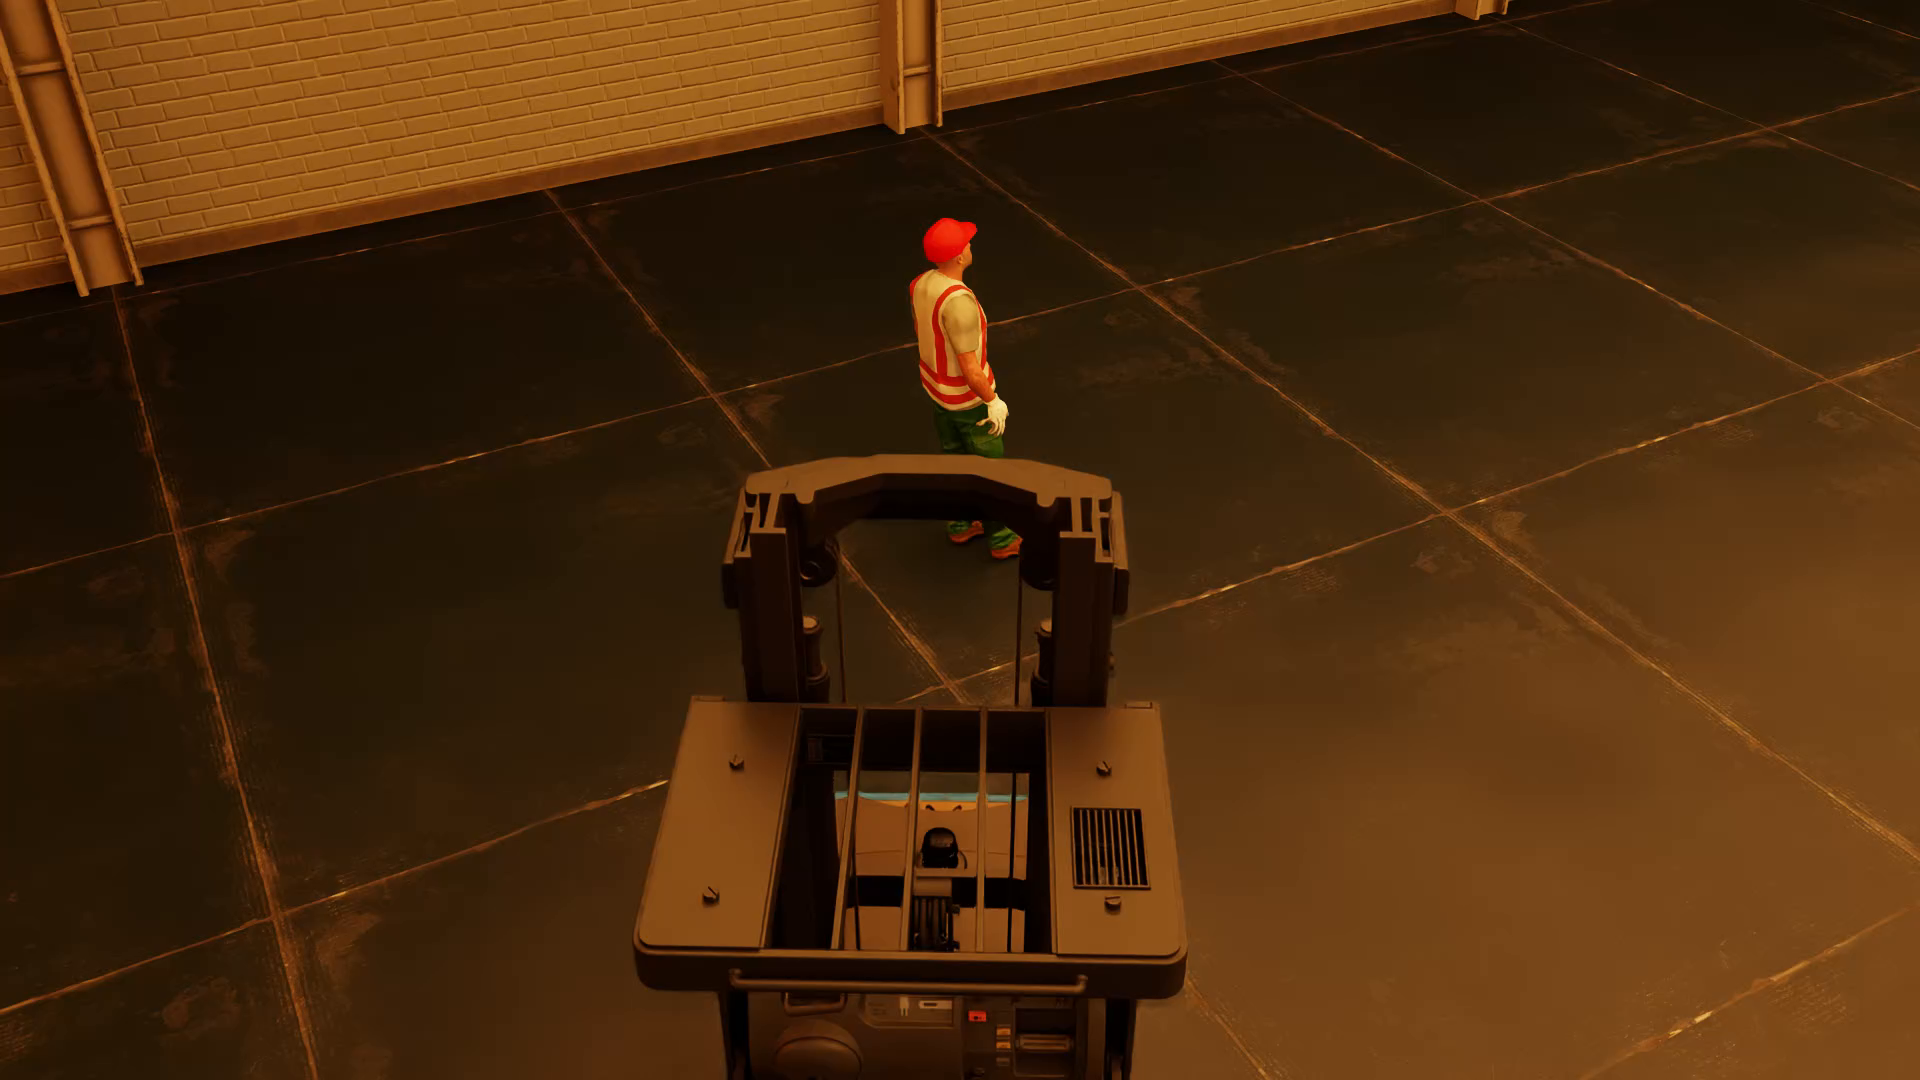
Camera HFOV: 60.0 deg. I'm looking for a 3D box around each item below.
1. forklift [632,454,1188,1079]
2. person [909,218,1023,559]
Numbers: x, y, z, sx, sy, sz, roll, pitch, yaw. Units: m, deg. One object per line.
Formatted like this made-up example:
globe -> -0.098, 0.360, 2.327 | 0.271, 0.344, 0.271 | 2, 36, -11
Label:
forklift -> -0.089, 1.379, 4.173 | 1.130, 2.935, 3.031 | 1, 35, 1
person -> 0.076, -0.752, 8.163 | 0.564, 1.787, 0.637 | -17, 39, -23
